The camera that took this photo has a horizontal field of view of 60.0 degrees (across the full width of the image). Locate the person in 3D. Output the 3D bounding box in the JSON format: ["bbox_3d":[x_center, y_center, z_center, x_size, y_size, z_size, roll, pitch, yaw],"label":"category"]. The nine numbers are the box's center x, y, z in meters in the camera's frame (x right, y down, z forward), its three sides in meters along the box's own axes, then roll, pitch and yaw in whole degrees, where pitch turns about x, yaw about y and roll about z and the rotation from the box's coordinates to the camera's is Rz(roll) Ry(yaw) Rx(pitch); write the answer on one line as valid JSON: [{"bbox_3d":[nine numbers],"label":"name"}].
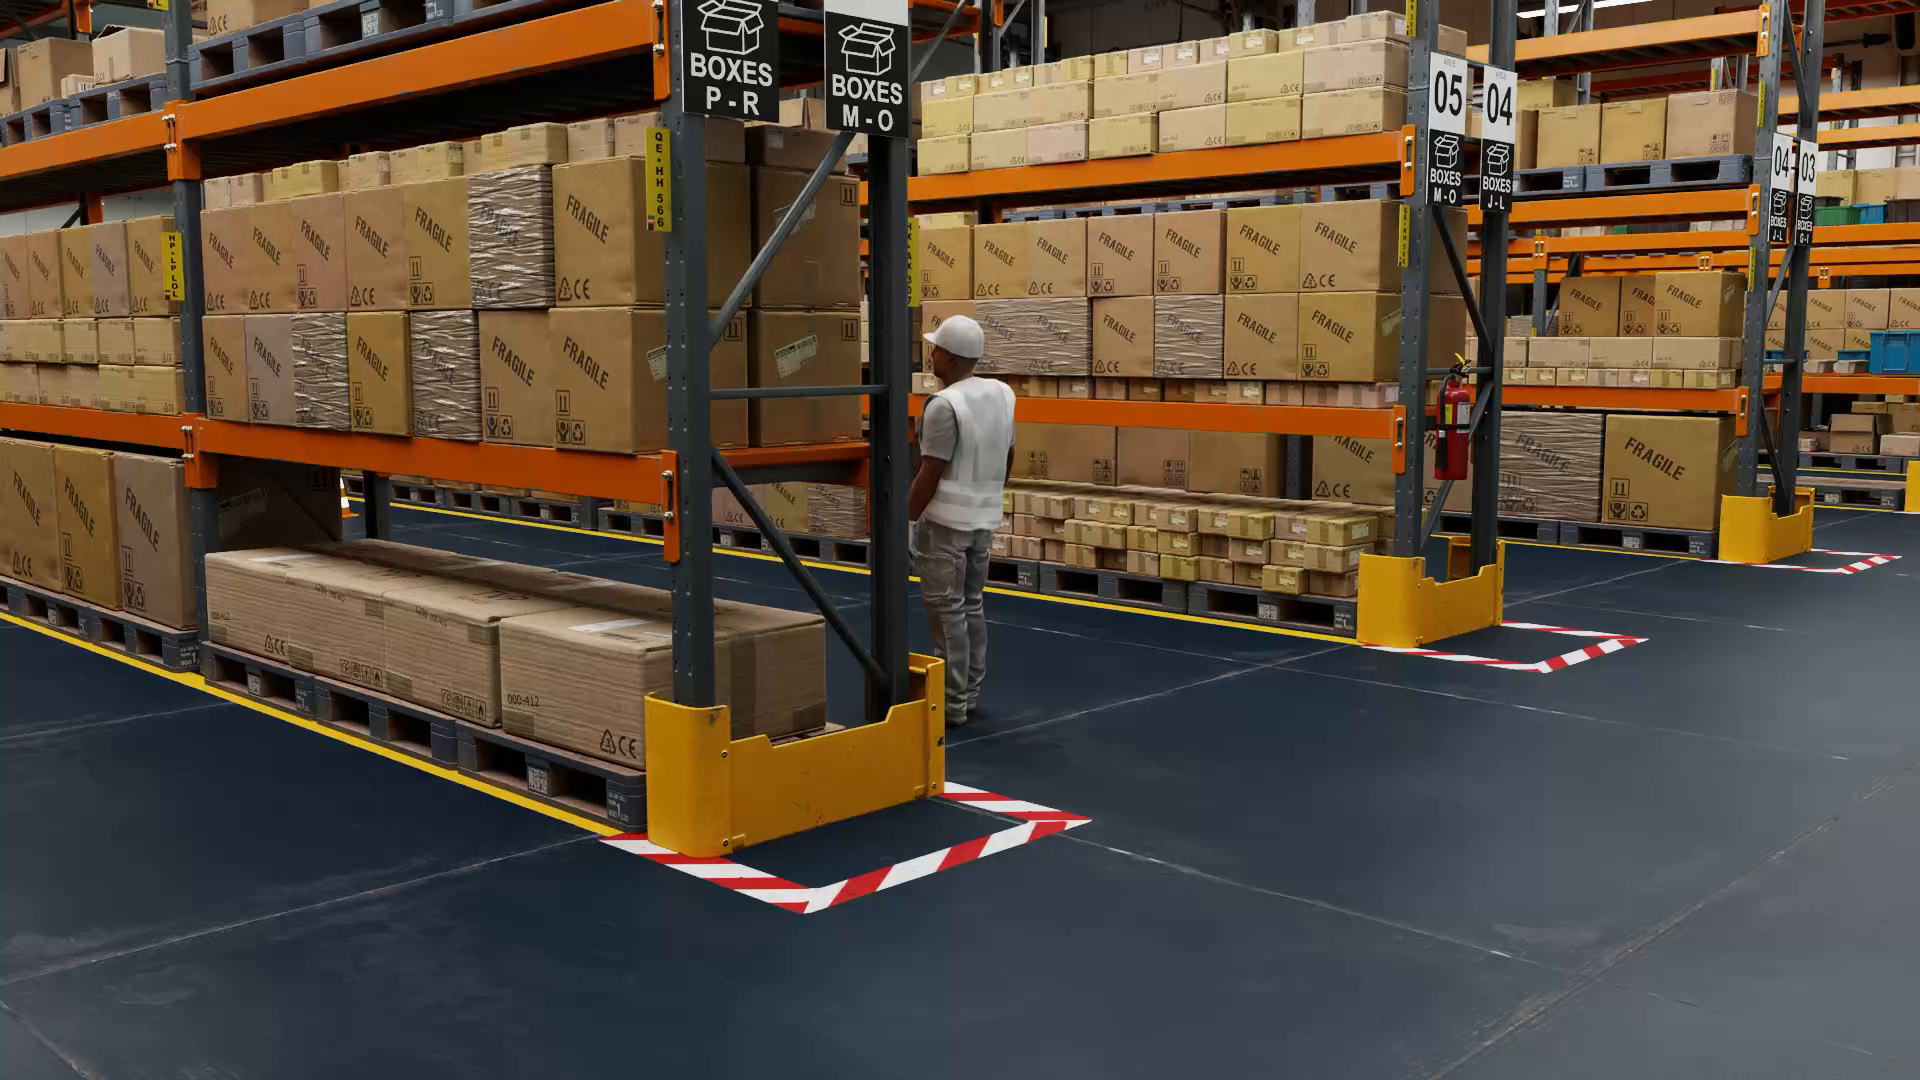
[{"bbox_3d":[-0.075,-0.086,7.297,0.577,1.783,0.657,5,9,36],"label":"person"}]
